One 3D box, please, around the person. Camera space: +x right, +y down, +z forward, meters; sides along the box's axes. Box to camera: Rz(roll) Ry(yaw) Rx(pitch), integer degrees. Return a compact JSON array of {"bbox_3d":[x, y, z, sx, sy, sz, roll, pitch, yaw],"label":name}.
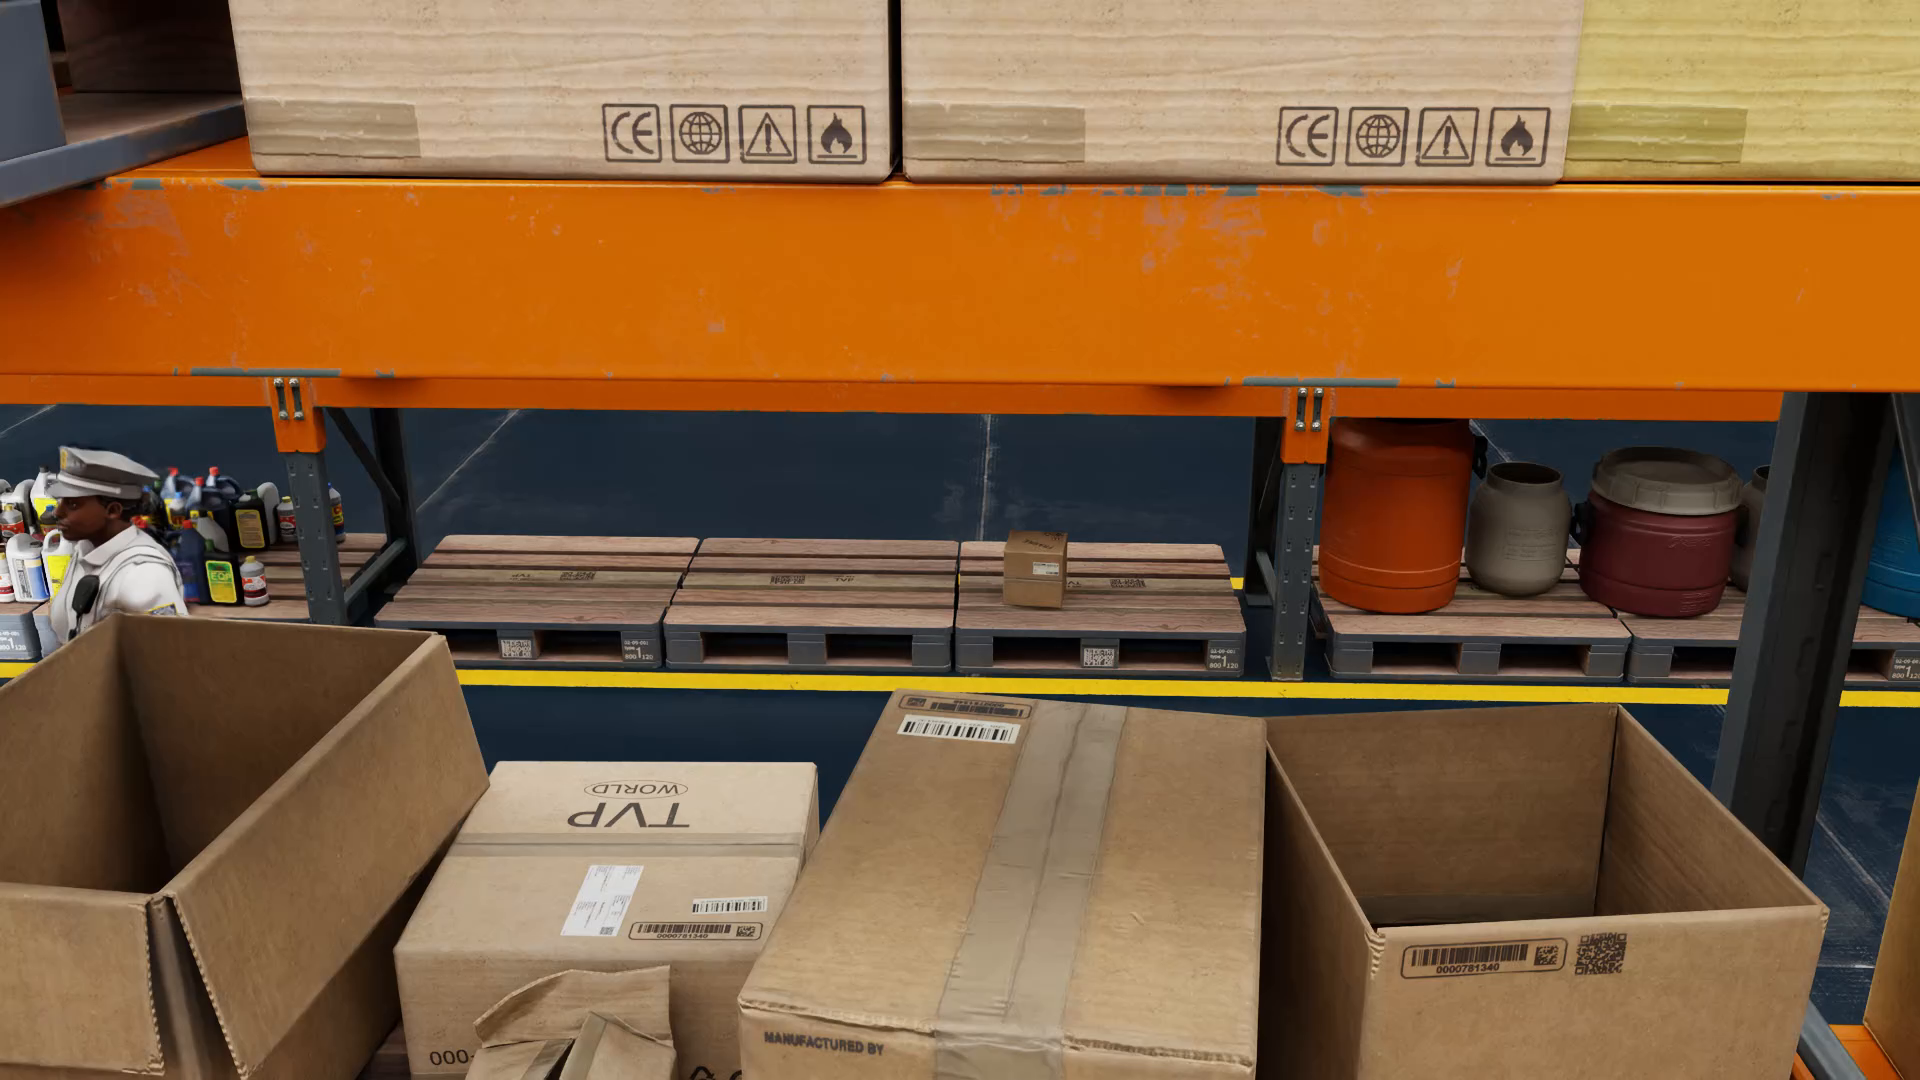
[{"bbox_3d":[-2.347,0.505,4.687,1.031,1.625,0.440,-15,25,-34],"label":"person"}]
